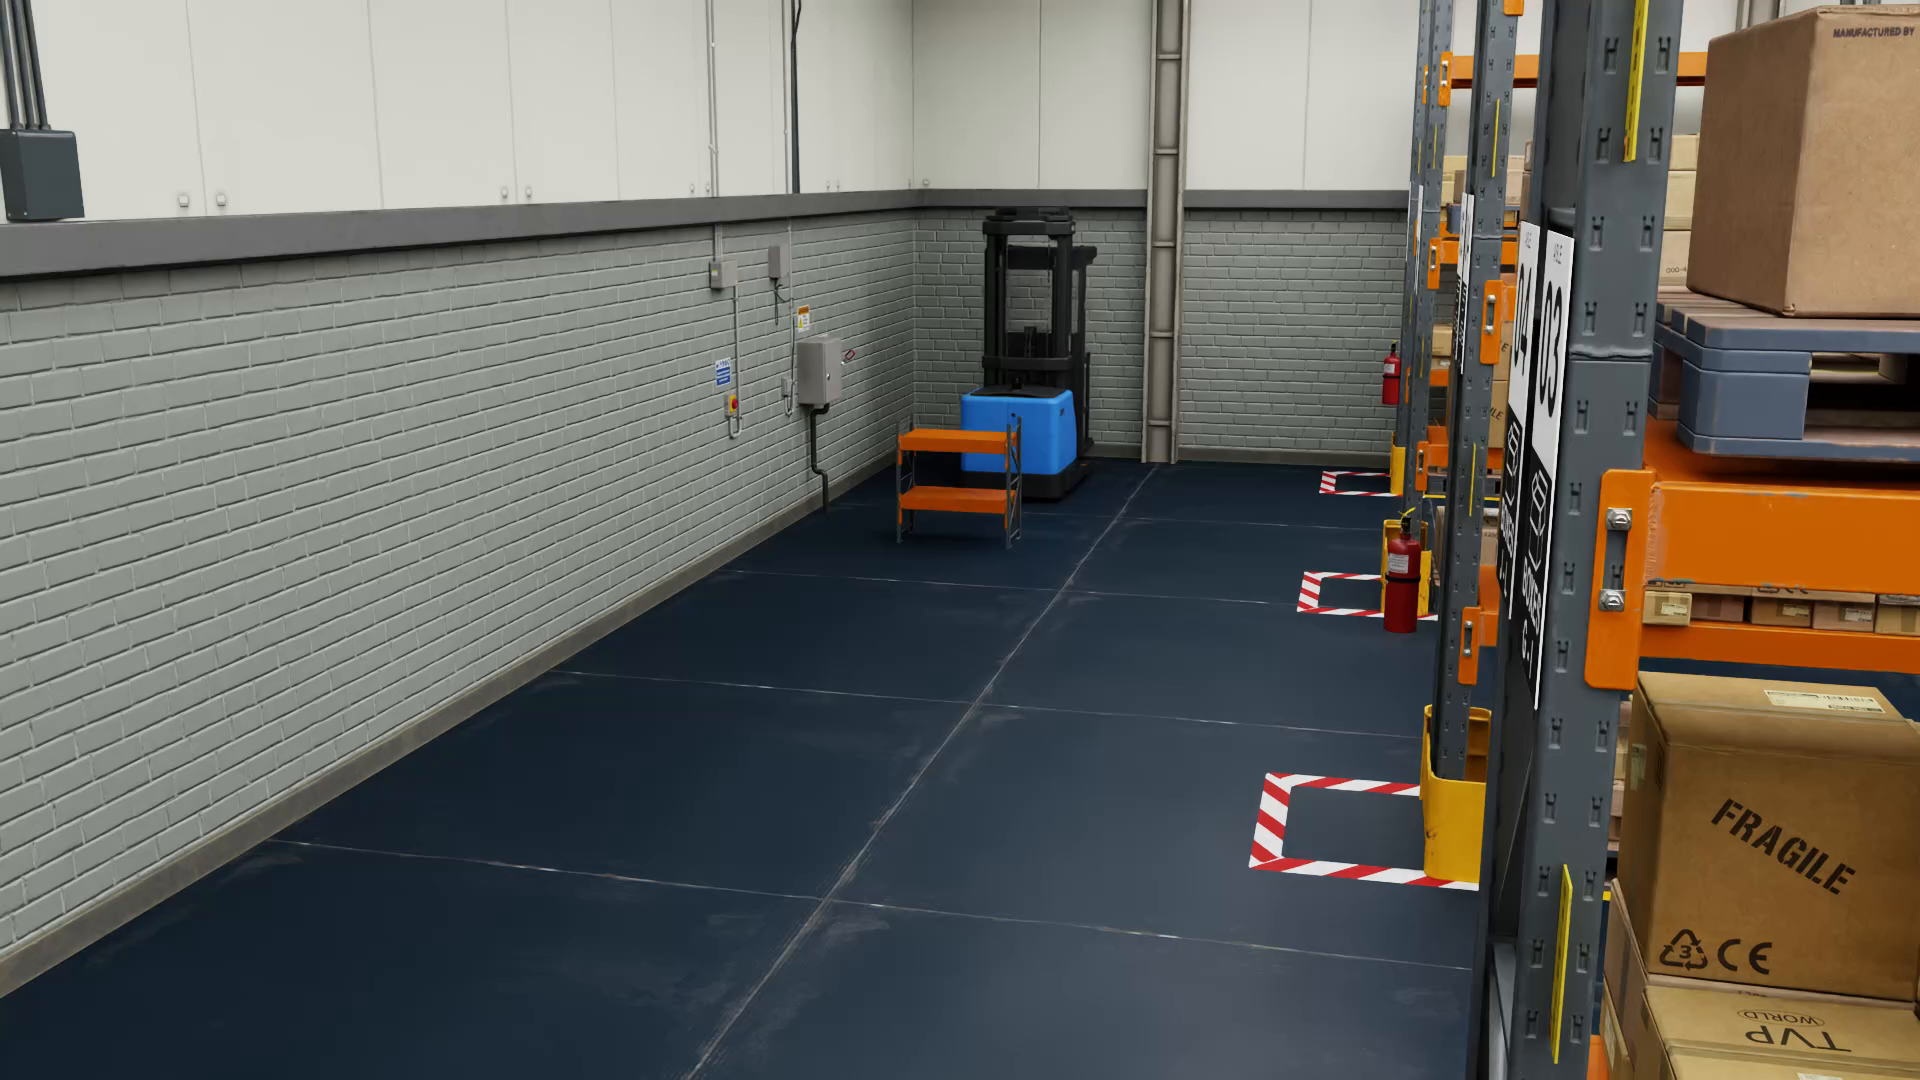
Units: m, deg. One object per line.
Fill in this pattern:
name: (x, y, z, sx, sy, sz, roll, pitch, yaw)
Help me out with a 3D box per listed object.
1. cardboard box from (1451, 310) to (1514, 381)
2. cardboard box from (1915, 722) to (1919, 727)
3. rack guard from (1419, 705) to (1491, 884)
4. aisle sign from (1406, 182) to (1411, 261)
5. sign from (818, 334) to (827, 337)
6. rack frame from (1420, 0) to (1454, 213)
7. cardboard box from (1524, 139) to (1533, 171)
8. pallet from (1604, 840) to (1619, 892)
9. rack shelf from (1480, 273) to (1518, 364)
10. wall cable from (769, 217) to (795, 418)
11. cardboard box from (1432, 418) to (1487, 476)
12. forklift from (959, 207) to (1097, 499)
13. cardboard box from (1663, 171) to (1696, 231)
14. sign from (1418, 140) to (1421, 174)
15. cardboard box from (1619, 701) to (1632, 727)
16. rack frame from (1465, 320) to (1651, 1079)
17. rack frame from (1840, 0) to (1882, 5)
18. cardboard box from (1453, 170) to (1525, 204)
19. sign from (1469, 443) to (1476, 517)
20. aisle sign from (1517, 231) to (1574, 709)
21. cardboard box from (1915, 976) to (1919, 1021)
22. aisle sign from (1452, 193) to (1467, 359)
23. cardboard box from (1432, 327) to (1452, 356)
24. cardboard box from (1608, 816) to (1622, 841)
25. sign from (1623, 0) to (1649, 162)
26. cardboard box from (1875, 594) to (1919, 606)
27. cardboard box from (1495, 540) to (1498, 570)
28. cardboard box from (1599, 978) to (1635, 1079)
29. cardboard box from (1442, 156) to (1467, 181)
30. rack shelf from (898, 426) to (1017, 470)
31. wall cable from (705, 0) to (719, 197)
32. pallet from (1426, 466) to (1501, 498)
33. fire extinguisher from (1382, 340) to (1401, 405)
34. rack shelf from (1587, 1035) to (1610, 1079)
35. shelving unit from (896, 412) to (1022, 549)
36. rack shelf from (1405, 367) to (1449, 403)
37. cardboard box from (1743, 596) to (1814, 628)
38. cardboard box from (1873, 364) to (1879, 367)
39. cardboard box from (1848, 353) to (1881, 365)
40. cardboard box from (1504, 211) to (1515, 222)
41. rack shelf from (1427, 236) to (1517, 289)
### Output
cardboard box: (3.940, -1.464, 12.369, 0.500, 0.500, 0.500, 3, 13, 12)
cardboard box: (4.772, 1.011, 7.990, 0.250, 0.149, 0.380, 3, 13, 11)
rack guard: (2.528, 1.258, 8.408, 0.348, 0.500, 1.175, 3, 13, 14)
aisle sign: (4.591, -3.267, 17.032, 0.004, 0.787, 0.394, 3, 13, 14)
sign: (-1.376, -1.802, 16.651, 0.001, 0.494, 0.329, 3, 13, 14)
rack frame: (3.542, -3.941, 12.221, 0.127, 3.000, 1.000, 3, 13, 14)
cardboard box: (2.848, -1.840, 7.950, 0.250, 0.149, 0.380, 3, 13, 13)
pallet: (3.308, 1.449, 8.216, 1.213, 0.211, 1.003, 3, 13, 14)
rack shelf: (4.396, -0.975, 7.440, 4.000, 0.370, 1.077, 3, 13, 14)
wall cable: (-1.609, -2.095, 15.404, 0.122, 1.984, 0.588, 3, 13, 14)
cardboard box: (5.299, -0.991, 17.568, 0.637, 0.503, 0.797, 3, 13, 11)
forklift: (0.857, -2.123, 18.034, 1.130, 2.935, 3.031, 3, 13, 14)
cardboard box: (3.325, -1.497, 7.322, 0.500, 0.250, 0.500, 3, 13, 13)
sign: (4.598, -3.833, 16.642, 0.005, 0.325, 0.100, 3, 13, 14)
cardboard box: (3.259, 0.930, 8.357, 0.250, 0.149, 0.380, 3, 13, 15)
rack frame: (1.168, 1.072, 3.477, 0.127, 3.000, 1.000, 3, 13, 14)
rack frame: (8.611, -4.777, 15.990, 0.127, 3.000, 1.000, 3, 13, 14)
cardboard box: (4.001, -2.653, 12.485, 0.500, 0.250, 0.500, 2, 13, 8)
sign: (2.325, -0.274, 7.547, 0.005, 0.325, 0.100, 3, 13, 14)
aisle sign: (1.026, -0.138, 2.928, 0.004, 0.787, 0.394, 3, 13, 14)
cardboard box: (2.194, 0.996, 3.480, 0.500, 0.250, 0.500, 3, 13, 13)
aisle sign: (2.455, -1.302, 8.175, 0.004, 0.787, 0.394, 3, 13, 14)
cardboard box: (5.104, -2.048, 17.198, 0.500, 0.250, 0.500, 3, 13, 14)
cardboard box: (3.160, 1.312, 8.009, 0.250, 0.149, 0.380, 3, 13, 13)
sign: (1.029, -0.742, 2.525, 0.005, 0.325, 0.100, 3, 13, 14)
cardboard box: (4.319, -0.003, 7.404, 0.500, 0.500, 0.500, 3, 13, 12)
cardboard box: (2.839, 0.114, 8.374, 0.250, 0.149, 0.380, 3, 13, 14)
cardboard box: (1.593, 1.144, 3.733, 0.250, 0.149, 0.380, 3, 13, 15)
cardboard box: (5.099, -3.761, 16.839, 0.500, 0.250, 0.500, 3, 13, 13)
rack shelf: (-0.007, -0.835, 15.050, 1.000, 0.278, 0.538, 3, 13, 14)
wall cable: (-2.048, -4.177, 13.284, 0.029, 3.000, 0.463, 3, 13, 14)
pallet: (5.576, -0.650, 17.675, 1.213, 0.211, 1.003, 3, 13, 14)
fire extinguisher: (4.474, -1.747, 17.221, 0.183, 0.674, 0.296, 3, 13, 14)
rack shelf: (3.110, 1.527, 3.087, 4.000, 0.370, 1.077, 3, 13, 14)
shelving unit: (-0.007, -0.549, 15.113, 1.048, 1.125, 0.538, 3, 13, 14)
rack shelf: (6.670, -1.601, 17.186, 4.000, 0.370, 1.077, 3, 13, 14)
cardboard box: (3.738, 0.276, 7.644, 0.250, 0.149, 0.380, 3, 13, 13)
cardboard box: (4.313, -0.487, 7.276, 0.500, 0.500, 0.500, 3, 13, 12)
cardboard box: (4.472, -0.598, 7.780, 0.500, 0.500, 0.500, 3, 13, 12)
cardboard box: (5.487, -3.307, 16.871, 0.250, 0.149, 0.380, 3, 13, 14)
rack shelf: (5.484, -2.022, 12.156, 4.000, 0.370, 1.077, 3, 13, 14)
